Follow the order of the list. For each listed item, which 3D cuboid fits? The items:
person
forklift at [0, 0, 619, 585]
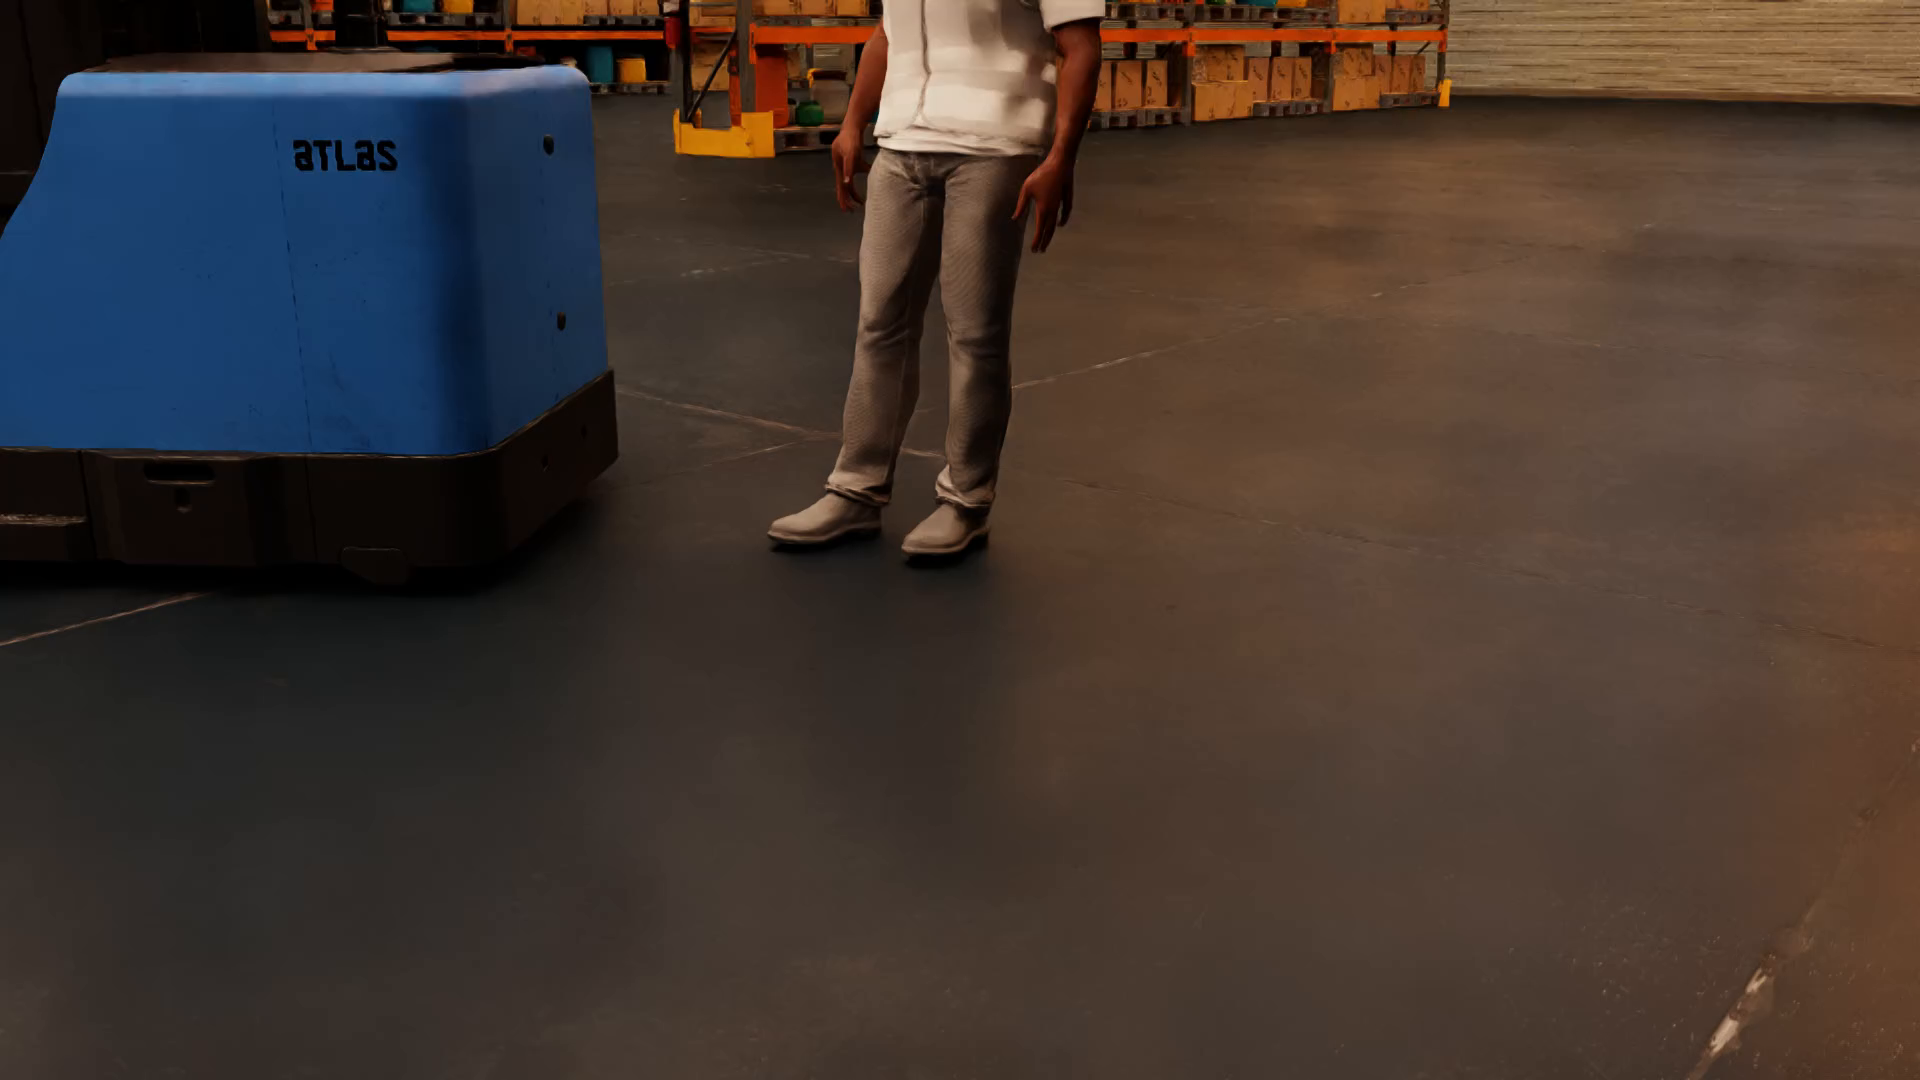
[{"bbox_3d":[-0.048,-0.837,3.635,0.665,1.766,0.576,13,21,37],"label":"person"},{"bbox_3d":[-2.449,-1.460,3.707,3.031,2.935,1.130,1,17,4],"label":"forklift"}]
